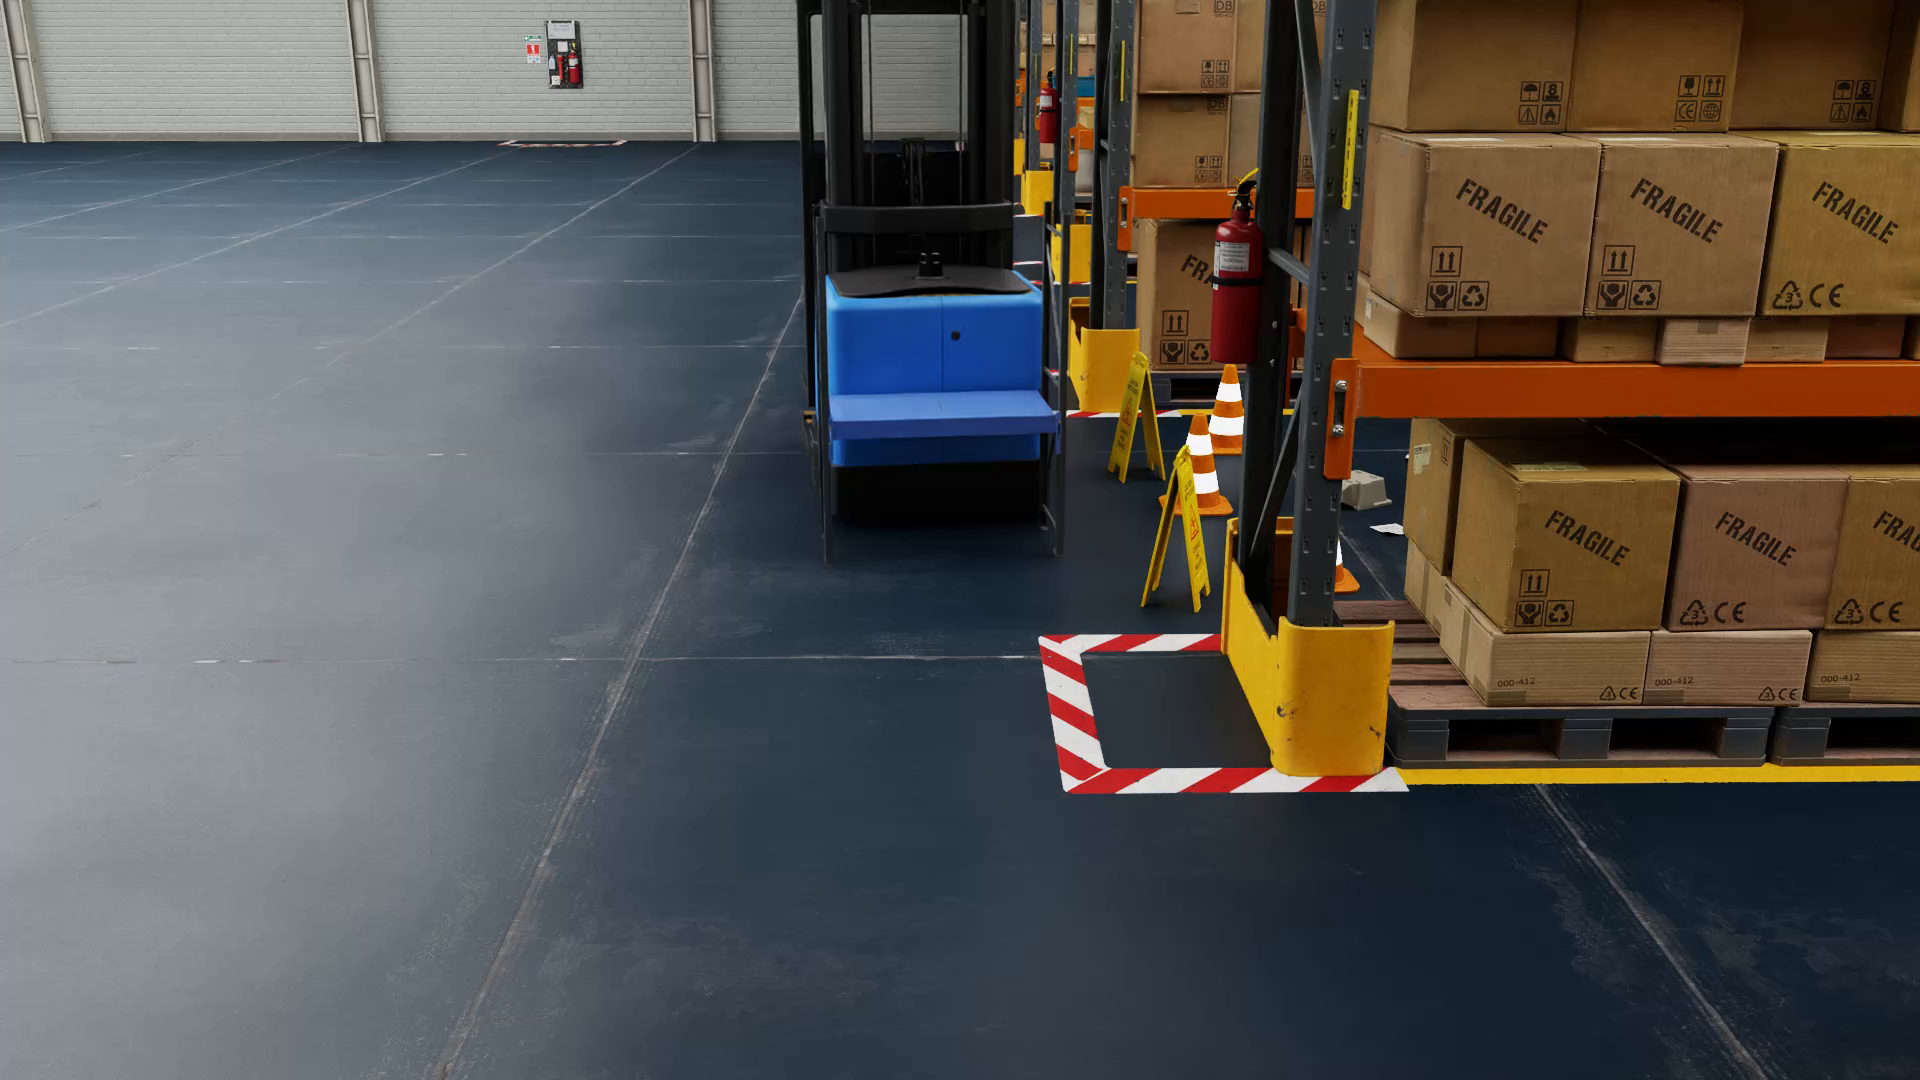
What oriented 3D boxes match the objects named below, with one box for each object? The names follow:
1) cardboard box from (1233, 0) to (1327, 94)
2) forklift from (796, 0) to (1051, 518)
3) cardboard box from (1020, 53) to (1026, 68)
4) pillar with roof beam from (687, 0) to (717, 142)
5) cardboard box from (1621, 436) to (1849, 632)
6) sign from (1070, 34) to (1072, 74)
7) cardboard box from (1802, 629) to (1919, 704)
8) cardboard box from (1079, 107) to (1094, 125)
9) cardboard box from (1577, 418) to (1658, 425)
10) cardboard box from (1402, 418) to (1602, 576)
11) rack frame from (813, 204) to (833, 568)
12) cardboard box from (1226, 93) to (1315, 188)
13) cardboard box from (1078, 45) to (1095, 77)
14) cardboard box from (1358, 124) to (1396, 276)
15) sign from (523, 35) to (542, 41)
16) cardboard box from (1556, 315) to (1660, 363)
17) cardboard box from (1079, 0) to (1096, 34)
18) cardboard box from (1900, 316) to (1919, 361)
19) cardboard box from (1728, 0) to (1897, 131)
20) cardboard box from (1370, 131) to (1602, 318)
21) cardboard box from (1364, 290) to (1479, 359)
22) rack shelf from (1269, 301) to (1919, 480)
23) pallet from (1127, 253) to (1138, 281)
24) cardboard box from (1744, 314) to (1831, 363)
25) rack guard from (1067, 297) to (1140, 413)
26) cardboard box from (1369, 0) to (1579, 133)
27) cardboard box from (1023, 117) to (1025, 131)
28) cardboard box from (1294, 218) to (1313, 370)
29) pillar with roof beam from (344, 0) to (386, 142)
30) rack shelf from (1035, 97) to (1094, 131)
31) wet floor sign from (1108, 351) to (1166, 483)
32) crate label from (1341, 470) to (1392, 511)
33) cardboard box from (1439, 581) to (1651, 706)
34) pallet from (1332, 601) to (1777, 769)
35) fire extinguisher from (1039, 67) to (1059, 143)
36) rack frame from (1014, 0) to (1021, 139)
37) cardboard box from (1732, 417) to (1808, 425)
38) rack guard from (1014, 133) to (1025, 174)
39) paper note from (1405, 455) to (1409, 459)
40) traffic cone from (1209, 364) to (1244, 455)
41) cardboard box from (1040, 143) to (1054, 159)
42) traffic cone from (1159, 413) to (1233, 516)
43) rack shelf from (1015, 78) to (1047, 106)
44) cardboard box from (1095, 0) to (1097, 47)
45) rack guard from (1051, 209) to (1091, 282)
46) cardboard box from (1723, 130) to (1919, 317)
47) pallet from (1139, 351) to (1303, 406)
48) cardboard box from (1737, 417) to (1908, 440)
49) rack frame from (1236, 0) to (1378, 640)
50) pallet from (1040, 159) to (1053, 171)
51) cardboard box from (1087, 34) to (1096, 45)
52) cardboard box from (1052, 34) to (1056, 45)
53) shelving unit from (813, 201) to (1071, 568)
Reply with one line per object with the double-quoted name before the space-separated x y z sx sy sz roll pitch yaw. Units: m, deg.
"cardboard box" 1.835 -2.976 9.944 0.550 0.550 0.875 0 18 -1
"forklift" -0.305 -1.907 8.737 1.130 2.935 3.031 -3 18 -8
"cardboard box" 1.196 -8.267 28.663 0.500 0.250 0.500 -1 18 -2
"pillar with roof beam" -4.542 -10.204 24.667 0.400 9.000 9.100 0 18 -1
"cardboard box" 2.451 -0.030 5.358 0.500 0.500 0.500 -1 18 -3
"sign" 0.946 -4.131 14.142 0.005 0.325 0.100 0 18 -1
"cardboard box" 2.961 0.325 5.481 0.500 0.250 0.500 1 18 3
"cardboard box" 1.219 -3.830 15.030 0.250 0.149 0.380 0 18 -1
"cardboard box" 2.257 -0.521 5.827 0.250 0.149 0.380 0 18 1
"cardboard box" 1.891 -0.189 5.857 0.500 0.500 0.500 0 18 -1
"rack frame" -0.596 -0.671 7.226 0.032 1.500 0.500 -2 18 -6
"cardboard box" 1.835 -2.466 10.121 0.550 0.550 0.875 0 18 -1
"cardboard box" 1.777 -6.960 24.214 0.500 0.500 0.700 0 18 1
"cardboard box" 1.632 -1.134 5.565 0.500 0.500 0.500 -1 18 -2
"sign" -7.631 -8.957 29.677 0.331 0.109 0.001 0 18 -1
"cardboard box" 1.956 -0.659 5.146 0.250 0.149 0.380 -1 18 -3
"cardboard box" 1.831 -7.579 24.017 0.500 0.500 0.700 -1 18 -2
"cardboard box" 2.996 -0.670 5.179 0.250 0.149 0.380 -1 18 -2
"cardboard box" 2.616 -1.627 5.463 0.500 0.500 0.700 0 18 -1
"cardboard box" 1.572 -0.965 5.038 0.500 0.500 0.500 -1 18 -2
"cardboard box" 1.437 -0.677 5.202 0.250 0.149 0.380 0 18 -1
"rack shelf" 3.094 -0.525 5.495 4.000 0.370 1.077 0 18 -1
"pallet" 1.826 -2.551 15.196 1.213 0.211 1.003 0 18 -1
"cardboard box" 2.468 -0.658 5.142 0.250 0.149 0.380 0 18 1
"rack guard" 0.891 -1.179 10.448 0.348 0.500 1.175 0 18 -1
"cardboard box" 1.601 -1.593 5.357 0.500 0.500 0.700 -1 18 -2
"cardboard box" 1.396 -7.328 29.207 0.500 0.311 0.500 -2 18 -7
"cardboard box" 2.472 -1.586 10.415 0.875 0.875 0.875 -1 18 -2
"pillar with roof beam" -10.541 -10.175 24.577 0.400 9.000 9.100 0 18 -1
"rack shelf" 2.859 -5.065 19.646 4.000 0.370 1.077 0 18 -1
"wet floor sign" 0.917 -0.644 8.541 0.232 0.644 0.267 -3 18 -10
"crate label" 1.931 -0.251 8.150 0.298 0.136 0.250 -10 20 -29
"cardboard box" 1.905 0.332 5.460 0.500 0.250 0.500 0 18 -1
"pallet" 1.983 0.476 5.761 1.213 0.211 1.003 0 18 -1
"fire extinguisher" 0.816 -3.988 15.239 0.183 0.674 0.296 0 18 -1
"rack frame" 0.785 -6.911 24.222 0.127 3.000 1.000 0 18 -1
"cardboard box" 2.772 -0.522 5.830 0.250 0.149 0.380 0 18 2
"rack guard" 0.761 -5.720 24.604 0.348 0.500 1.175 0 18 -1
"paper note" 2.468 -0.444 8.927 0.142 0.017 0.144 6 19 18
"traffic cone" 1.468 -0.730 9.110 0.334 0.463 0.336 0 18 -1
"cardboard box" 1.325 -5.736 24.374 0.500 0.250 0.500 0 18 -1
"traffic cone" 1.146 -0.384 8.029 0.334 0.463 0.336 0 18 -1
"rack shelf" 2.785 -6.578 24.362 4.000 0.370 1.077 0 18 -1
"cardboard box" 1.484 -4.628 14.821 0.500 0.500 0.500 0 18 -1
"rack guard" 1.013 -2.695 15.173 0.348 0.500 1.175 0 18 -1
"cardboard box" 2.599 -0.971 5.057 0.500 0.500 0.500 -1 18 -2
"pallet" 1.713 -1.069 10.579 1.213 0.211 1.003 0 18 -1
"cardboard box" 2.917 -0.193 5.869 0.500 0.500 0.500 -1 18 -2
"rack frame" 1.094 -0.858 5.355 0.127 3.000 1.000 0 18 -1
"pallet" 1.549 -5.599 24.699 1.213 0.211 1.003 0 18 -1
"cardboard box" 1.946 -7.207 23.919 0.250 0.149 0.380 -1 18 -2
"cardboard box" 1.445 -7.205 23.915 0.250 0.149 0.380 -1 18 -2
"shelving unit" -0.091 -0.689 7.283 1.048 1.500 0.538 -2 18 -6
